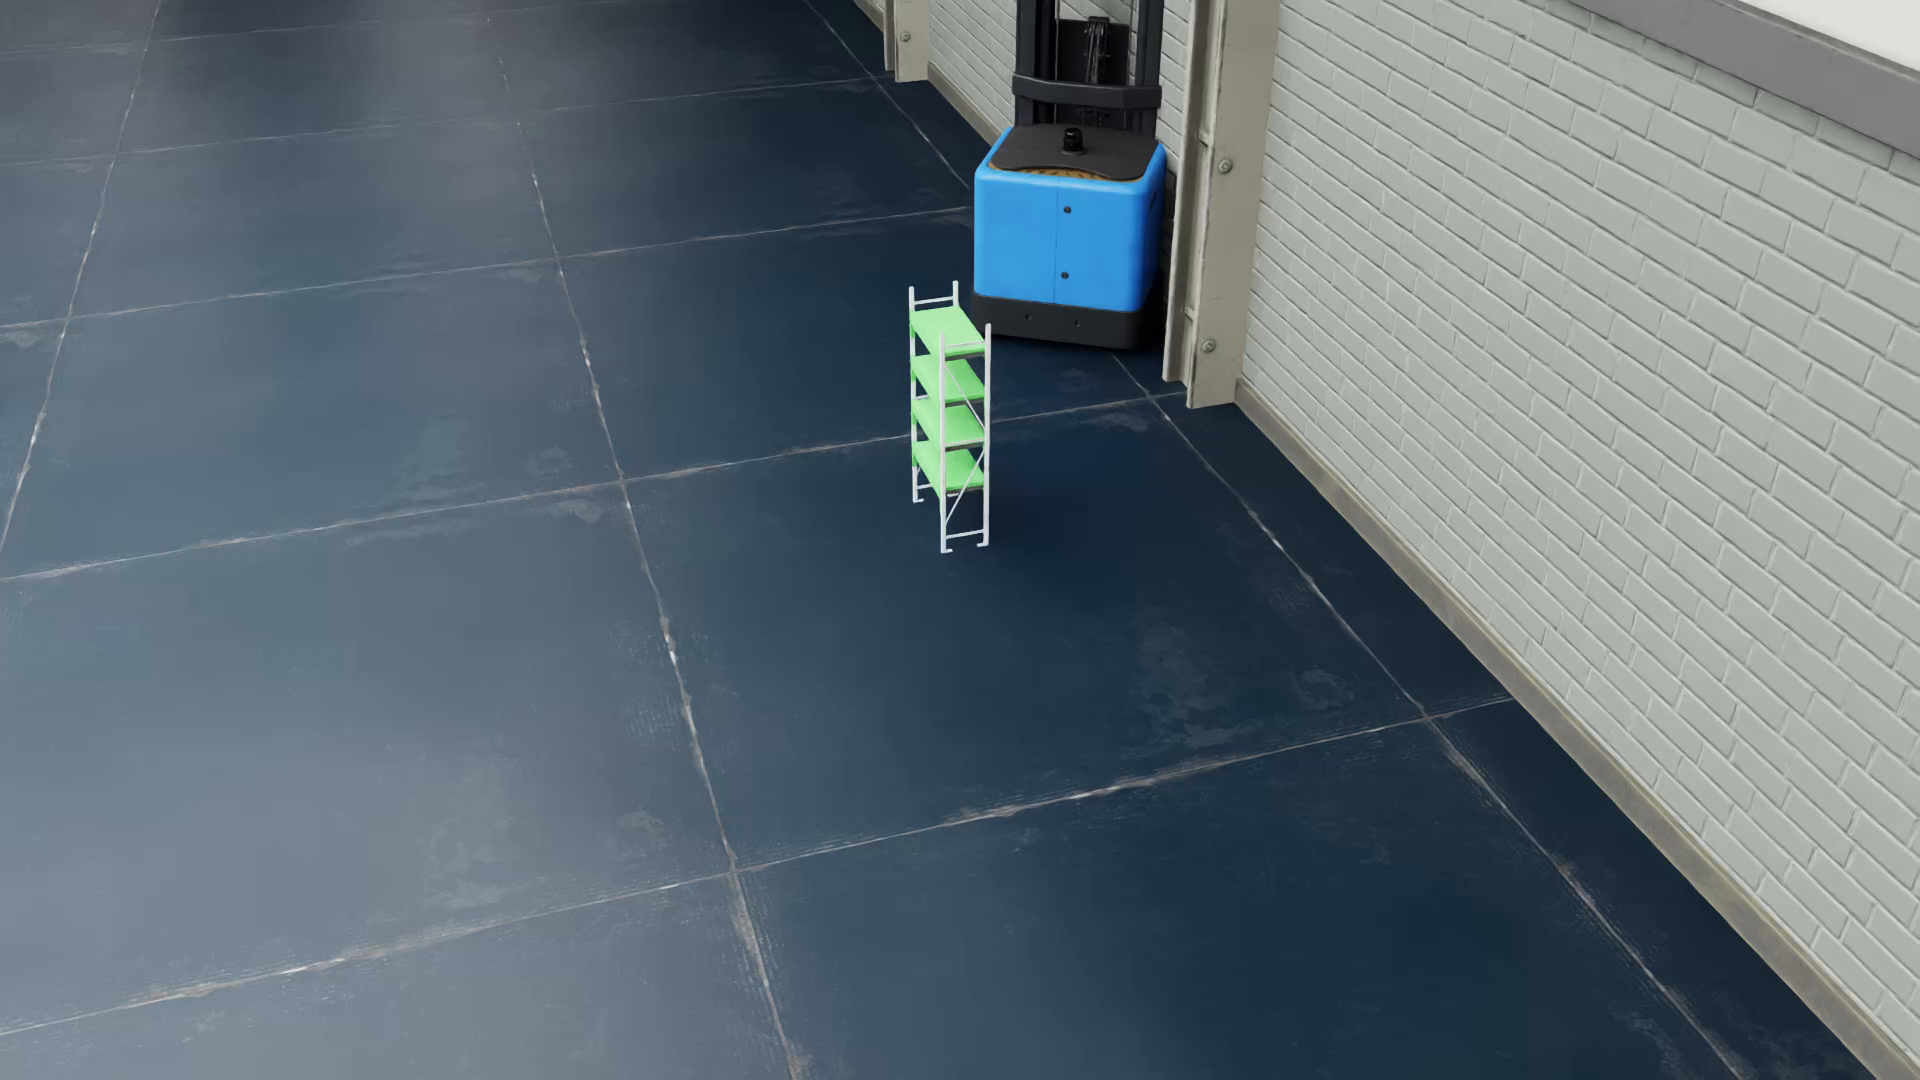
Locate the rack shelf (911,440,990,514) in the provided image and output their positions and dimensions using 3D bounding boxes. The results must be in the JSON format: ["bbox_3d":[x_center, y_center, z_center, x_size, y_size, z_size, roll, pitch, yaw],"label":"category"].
[{"bbox_3d":[-0.051,-0.334,8.218,0.258,0.148,0.480,-10,35,-15],"label":"rack shelf"}]

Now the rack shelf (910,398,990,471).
[{"bbox_3d":[-0.051,-0.534,8.086,0.258,0.148,0.480,-10,35,-15],"label":"rack shelf"}]

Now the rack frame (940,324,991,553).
[{"bbox_3d":[0.024,-0.459,7.857,0.240,1.200,0.015,-10,35,-15],"label":"rack frame"}]

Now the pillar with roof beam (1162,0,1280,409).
[{"bbox_3d":[-2.718,-3.898,5.987,9.100,9.000,0.400,-10,35,-15],"label":"pillar with roof beam"}]

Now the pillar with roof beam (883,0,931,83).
[{"bbox_3d":[-4.548,-7.049,10.754,9.100,9.000,0.400,-10,35,-15],"label":"pillar with roof beam"}]

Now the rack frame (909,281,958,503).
[{"bbox_3d":[-0.125,-0.716,8.245,0.240,1.200,0.015,-10,35,-15],"label":"rack frame"}]

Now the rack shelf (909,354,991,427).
[{"bbox_3d":[-0.051,-0.734,7.954,0.258,0.148,0.480,-10,35,-15],"label":"rack shelf"}]

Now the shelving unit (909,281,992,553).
[{"bbox_3d":[-0.051,-0.587,8.051,0.258,1.200,0.503,-10,35,-15],"label":"shelving unit"}]

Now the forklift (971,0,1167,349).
[{"bbox_3d":[0.946,-3.155,10.366,1.130,2.935,3.031,8,34,13],"label":"forklift"}]

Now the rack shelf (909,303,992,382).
[{"bbox_3d":[-0.051,-0.935,7.821,0.258,0.148,0.480,-10,35,-15],"label":"rack shelf"}]
